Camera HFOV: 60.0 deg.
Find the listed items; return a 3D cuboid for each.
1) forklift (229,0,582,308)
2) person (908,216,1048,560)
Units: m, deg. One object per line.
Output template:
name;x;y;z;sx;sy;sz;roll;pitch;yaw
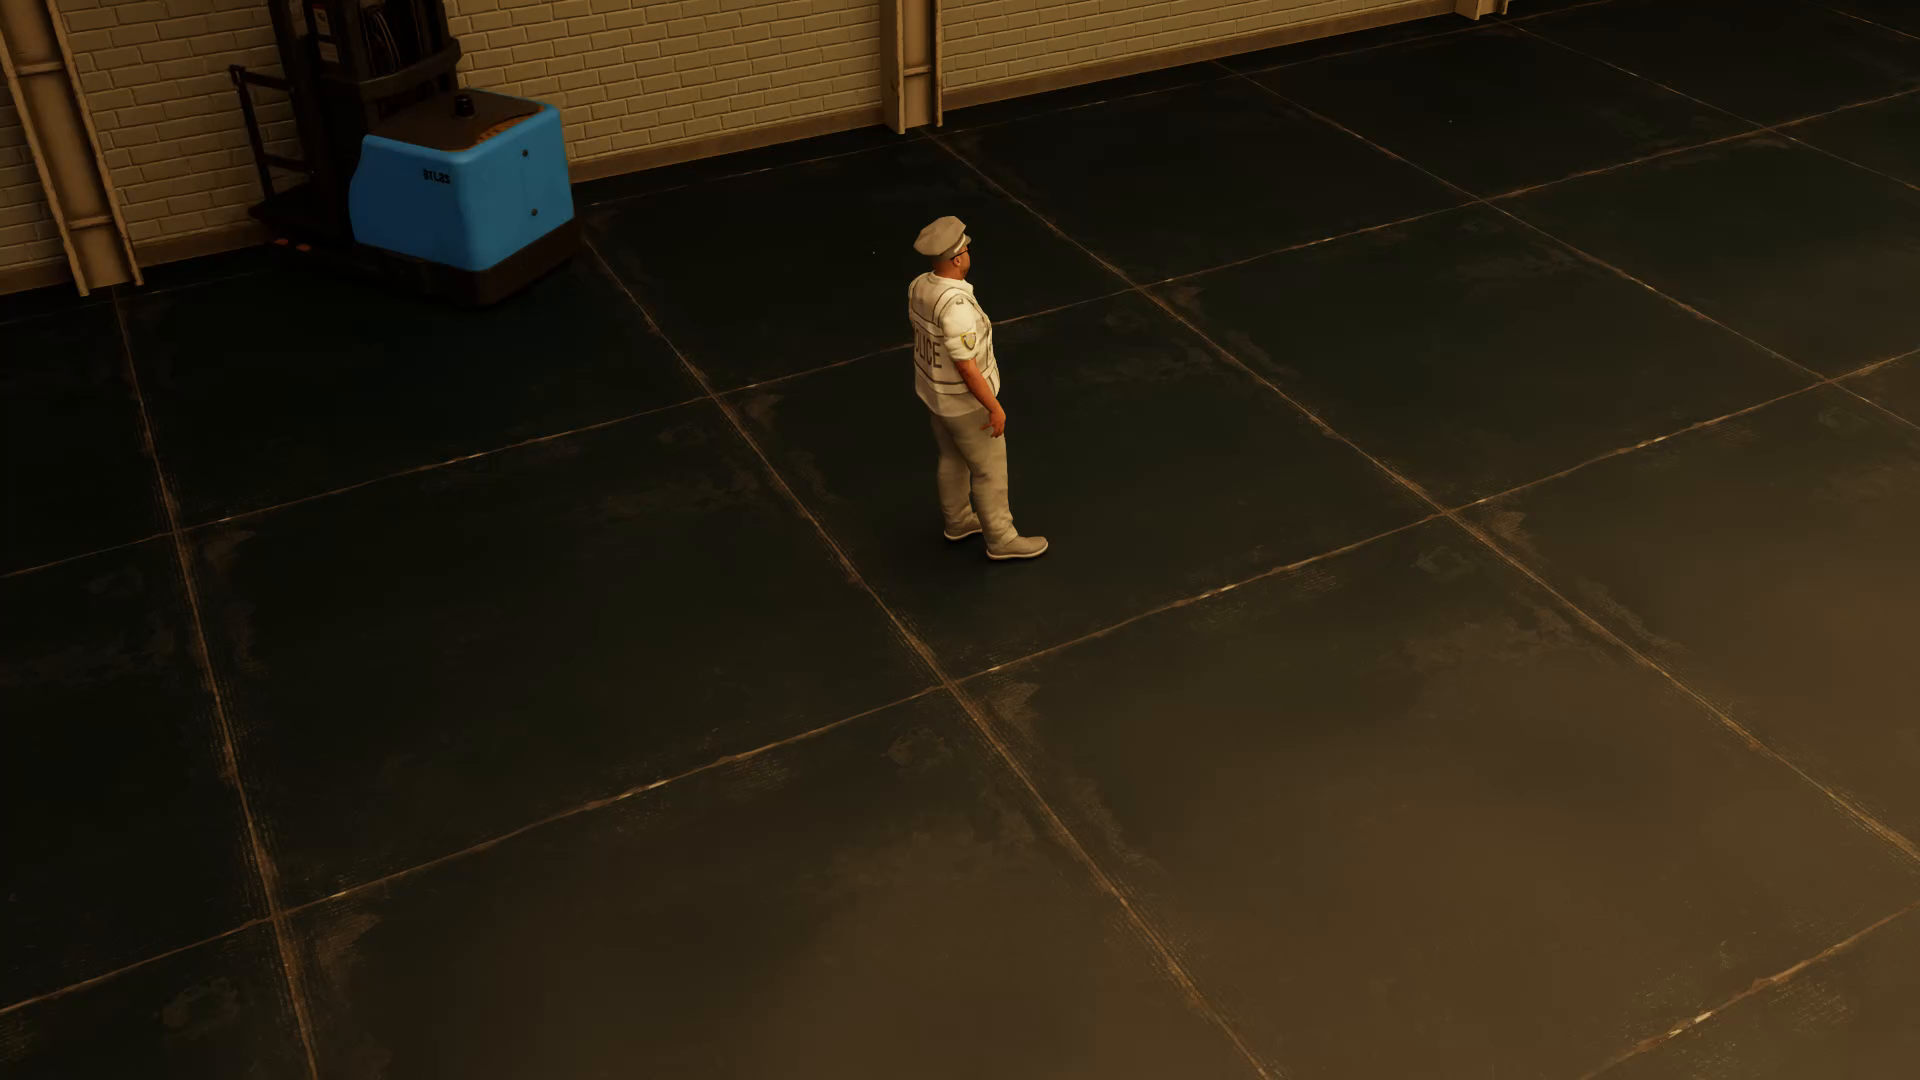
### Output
forklift;-4.133;-3.282;10.765;3.031;2.935;1.130;16;38;22
person;0.074;-0.748;8.165;0.575;1.781;0.640;-17;39;-23
